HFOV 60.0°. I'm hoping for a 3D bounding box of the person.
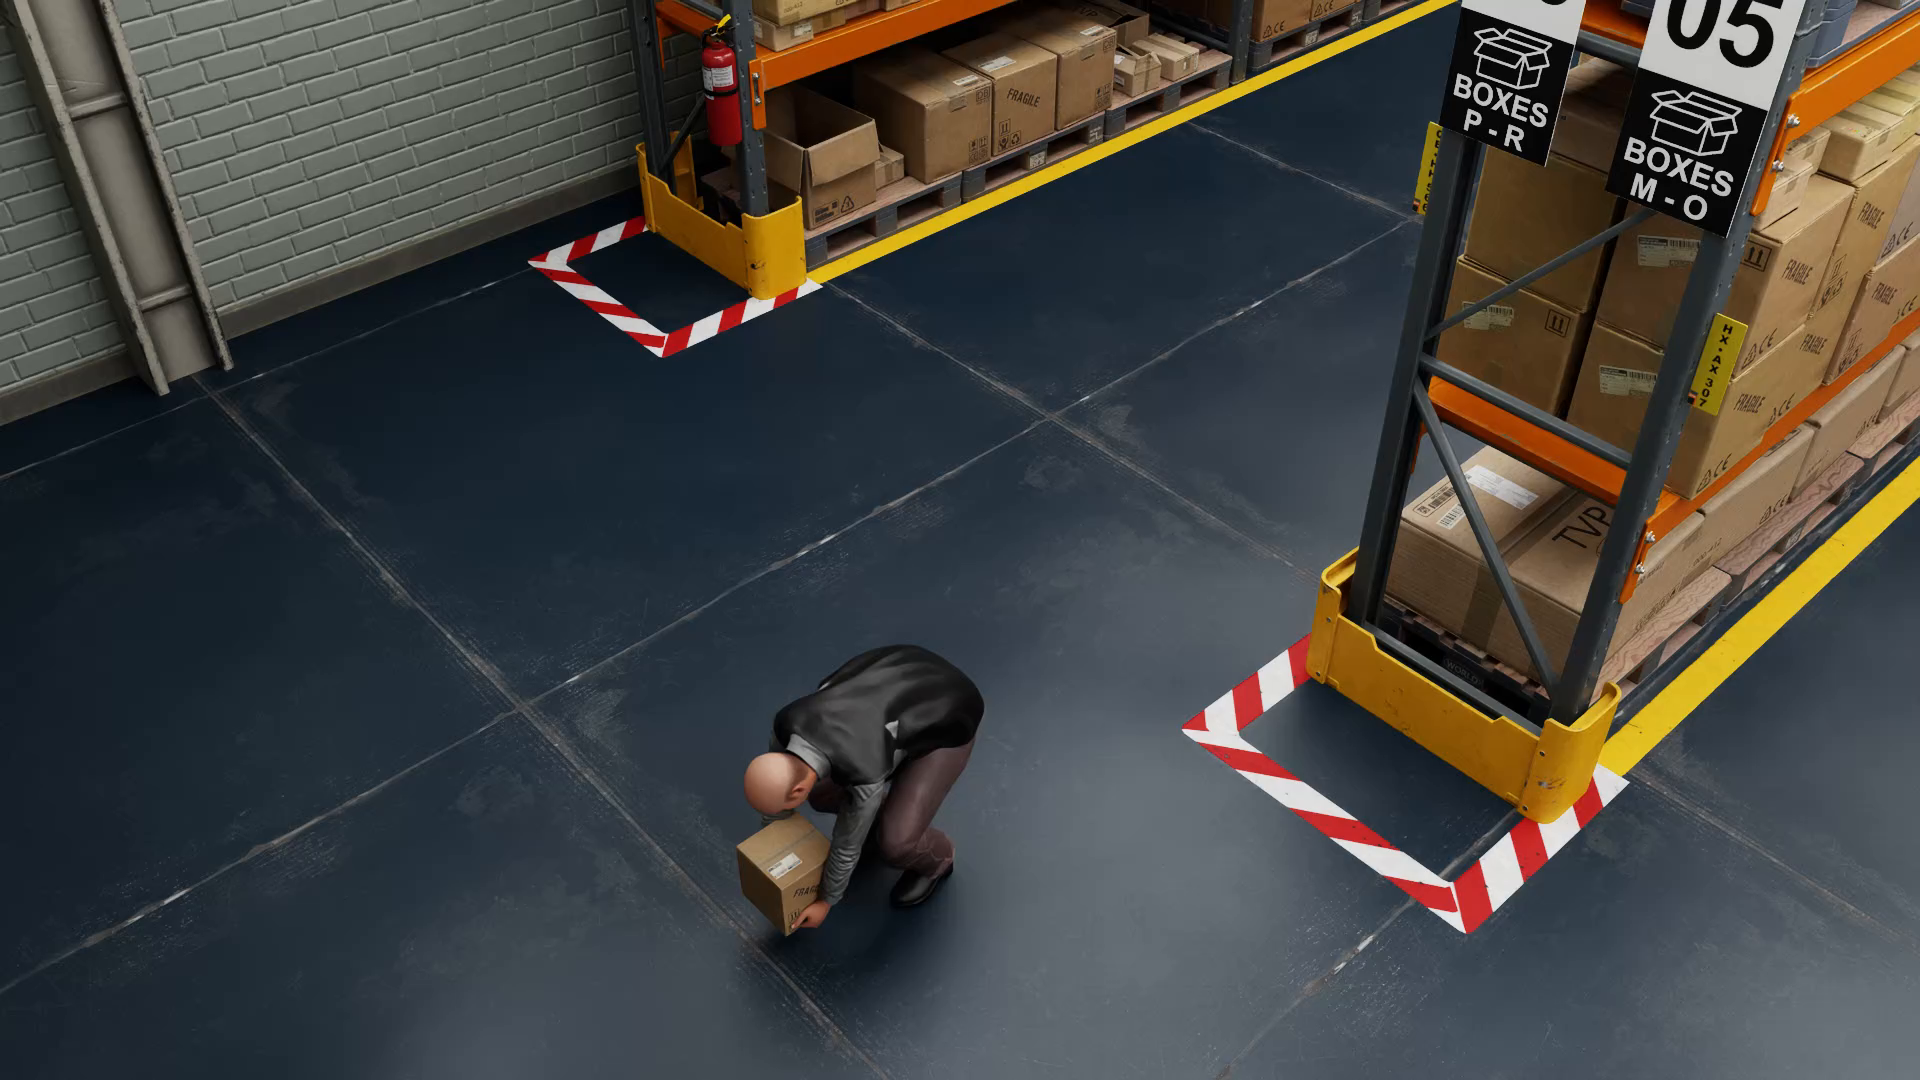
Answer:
[{"bbox_3d":[-0.337,0.874,5.696,0.518,0.986,0.945,32,49,33],"label":"person"}]
